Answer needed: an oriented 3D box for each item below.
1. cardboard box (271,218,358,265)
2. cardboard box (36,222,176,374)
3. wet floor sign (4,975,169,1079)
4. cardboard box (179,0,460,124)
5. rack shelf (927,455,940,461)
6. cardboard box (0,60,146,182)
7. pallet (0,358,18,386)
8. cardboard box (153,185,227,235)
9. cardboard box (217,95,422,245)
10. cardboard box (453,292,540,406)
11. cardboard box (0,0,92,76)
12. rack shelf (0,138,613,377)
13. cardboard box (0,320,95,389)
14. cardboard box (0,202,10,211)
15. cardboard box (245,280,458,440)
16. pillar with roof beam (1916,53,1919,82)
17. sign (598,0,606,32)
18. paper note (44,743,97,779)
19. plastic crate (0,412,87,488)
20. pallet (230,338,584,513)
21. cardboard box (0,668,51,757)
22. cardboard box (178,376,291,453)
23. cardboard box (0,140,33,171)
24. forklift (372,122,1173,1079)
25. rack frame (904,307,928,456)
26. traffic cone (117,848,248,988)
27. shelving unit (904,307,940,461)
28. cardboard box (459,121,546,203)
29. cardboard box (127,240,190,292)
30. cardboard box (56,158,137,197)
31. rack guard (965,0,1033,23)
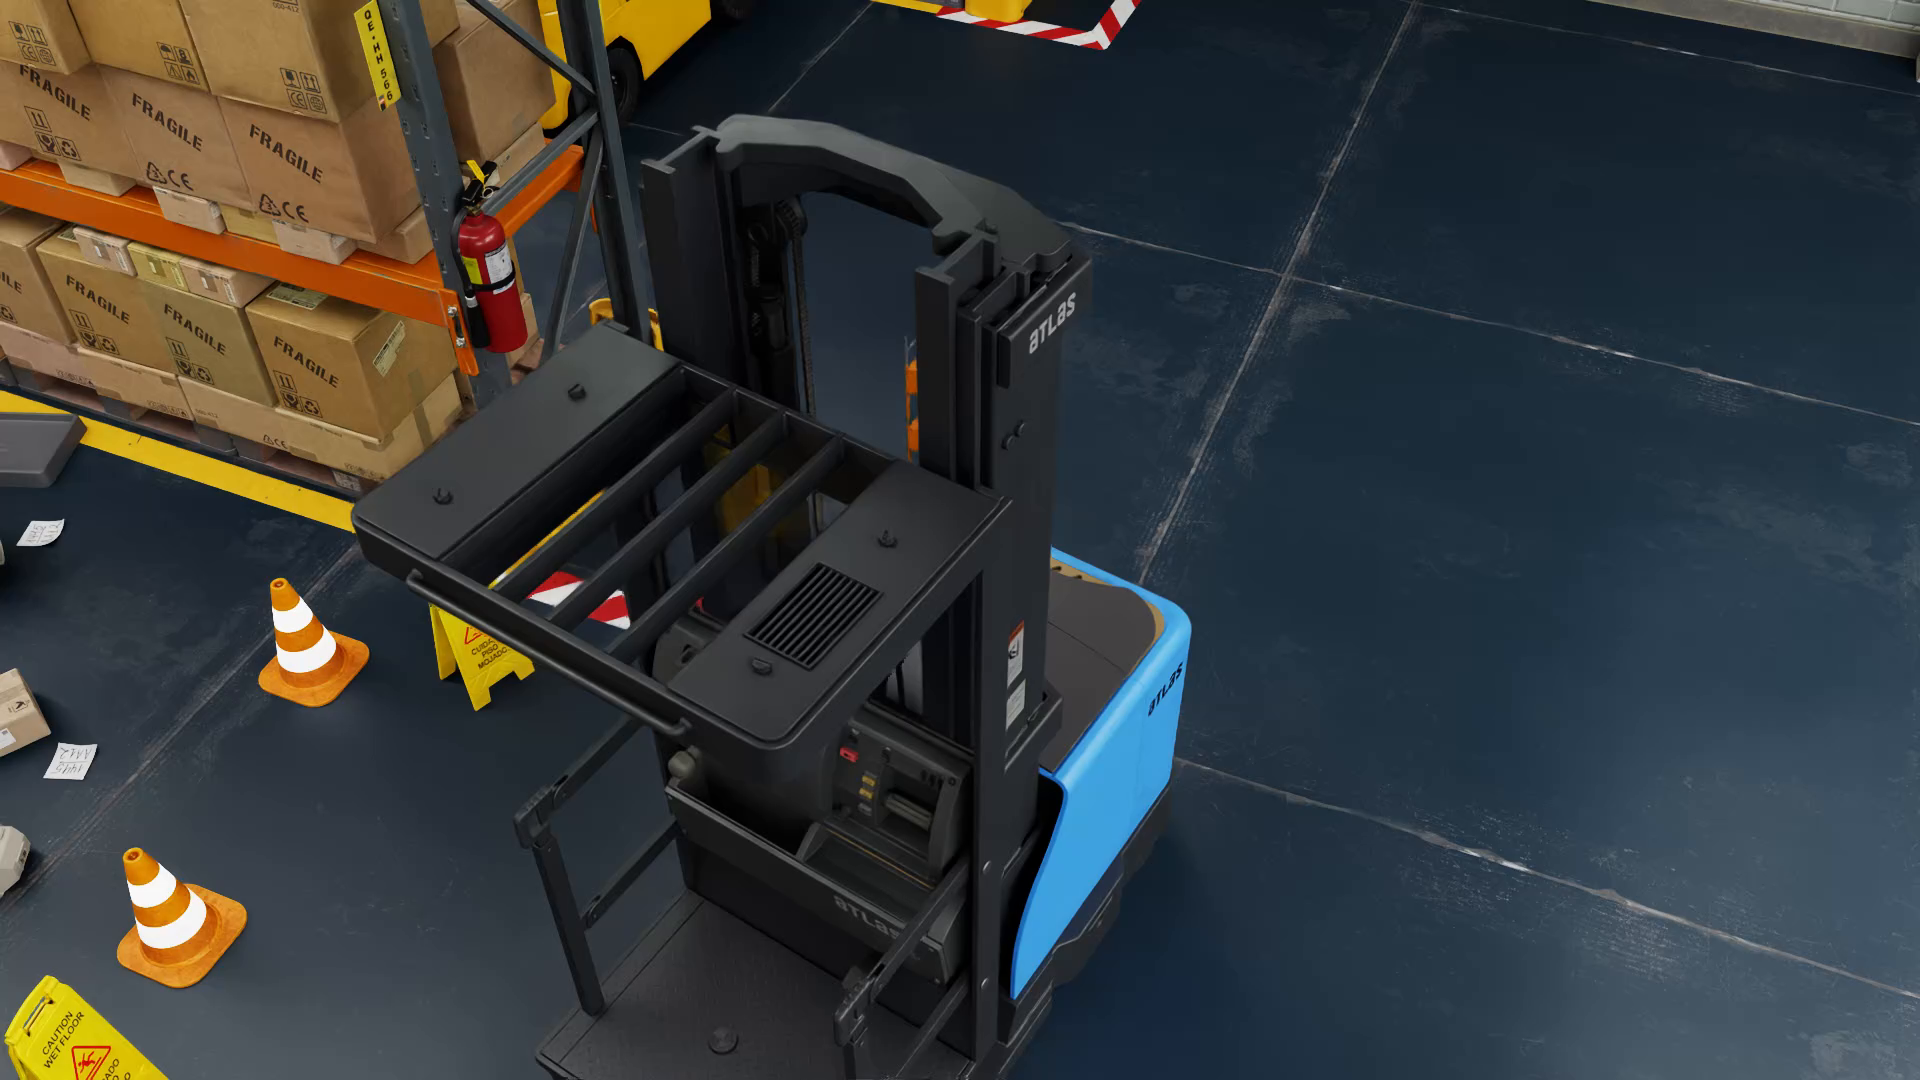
[{"bbox_3d":[-2.240,-1.174,5.982,0.250,0.149,0.380,16,47,15],"label":"cardboard box"},{"bbox_3d":[-3.322,-1.073,6.822,0.500,0.500,0.500,15,47,15],"label":"cardboard box"},{"bbox_3d":[-2.560,1.499,4.786,0.232,0.644,0.267,9,46,9],"label":"wet floor sign"},{"bbox_3d":[-2.092,-1.796,5.438,0.500,0.500,0.700,15,47,15],"label":"cardboard box"},{"bbox_3d":[-0.049,-0.182,6.598,0.240,0.259,0.215,16,47,16],"label":"rack shelf"},{"bbox_3d":[-3.064,-1.691,6.041,0.500,0.500,0.500,16,47,16],"label":"cardboard box"},{"bbox_3d":[-4.595,-1.243,7.850,1.213,0.211,1.003,16,47,16],"label":"pallet"},{"bbox_3d":[-2.718,-1.308,6.116,0.250,0.149,0.380,17,47,17],"label":"cardboard box"},{"bbox_3d":[-2.143,-1.413,5.762,0.500,0.500,0.500,16,47,15],"label":"cardboard box"},{"bbox_3d":[-2.174,-0.878,7.157,0.500,0.250,0.500,16,47,16],"label":"cardboard box"},{"bbox_3d":[-3.066,-2.010,5.653,0.500,0.500,0.700,16,47,15],"label":"cardboard box"},{"bbox_3d":[-3.382,-1.593,6.734,4.000,0.370,1.077,16,47,16],"label":"rack shelf"},{"bbox_3d":[-3.800,-0.949,7.229,0.500,0.250,0.500,16,47,15],"label":"cardboard box"},{"bbox_3d":[-3.971,-1.442,6.733,0.250,0.149,0.380,19,48,18],"label":"cardboard box"},{"bbox_3d":[-2.376,-0.792,6.540,0.500,0.500,0.500,17,47,16],"label":"cardboard box"},{"bbox_3d":[3.956,-3.008,3.393,0.400,9.000,9.100,16,47,16],"label":"pillar with roof beam"},{"bbox_3d":[-1.328,-1.965,5.984,0.005,0.325,0.100,16,47,16],"label":"sign"},{"bbox_3d":[-3.175,0.787,5.937,0.142,0.019,0.148,2,45,2],"label":"paper note"},{"bbox_3d":[-4.095,-0.396,7.091,0.583,0.080,0.402,2,45,2],"label":"plastic crate"},{"bbox_3d":[-2.343,-0.580,7.184,1.213,0.211,1.003,16,47,16],"label":"pallet"},{"bbox_3d":[-3.523,0.665,5.976,0.380,0.149,0.250,-28,51,-25],"label":"cardboard box"},{"bbox_3d":[-2.861,-0.669,6.947,0.500,0.250,0.500,17,47,16],"label":"cardboard box"},{"bbox_3d":[-3.641,-1.604,6.413,0.250,0.149,0.380,16,47,16],"label":"cardboard box"},{"bbox_3d":[-0.458,0.640,4.028,1.130,2.935,3.031,20,48,19],"label":"forklift"},{"bbox_3d":[-0.162,-0.420,6.428,0.008,1.050,0.200,16,47,16],"label":"rack frame"},{"bbox_3d":[-2.543,1.133,5.284,0.334,0.463,0.336,16,47,16],"label":"traffic cone"},{"bbox_3d":[-0.049,-0.387,6.394,0.252,1.050,0.215,16,47,16],"label":"shelving unit"},{"bbox_3d":[-1.770,-1.443,6.251,0.250,0.149,0.380,17,47,16],"label":"cardboard box"},{"bbox_3d":[-2.972,-1.149,6.438,0.250,0.149,0.380,17,47,16],"label":"cardboard box"},{"bbox_3d":[-3.171,-1.480,6.288,0.250,0.149,0.380,16,47,15],"label":"cardboard box"},{"bbox_3d":[0.393,-3.644,10.058,0.348,0.500,1.175,16,47,16],"label":"rack guard"}]
